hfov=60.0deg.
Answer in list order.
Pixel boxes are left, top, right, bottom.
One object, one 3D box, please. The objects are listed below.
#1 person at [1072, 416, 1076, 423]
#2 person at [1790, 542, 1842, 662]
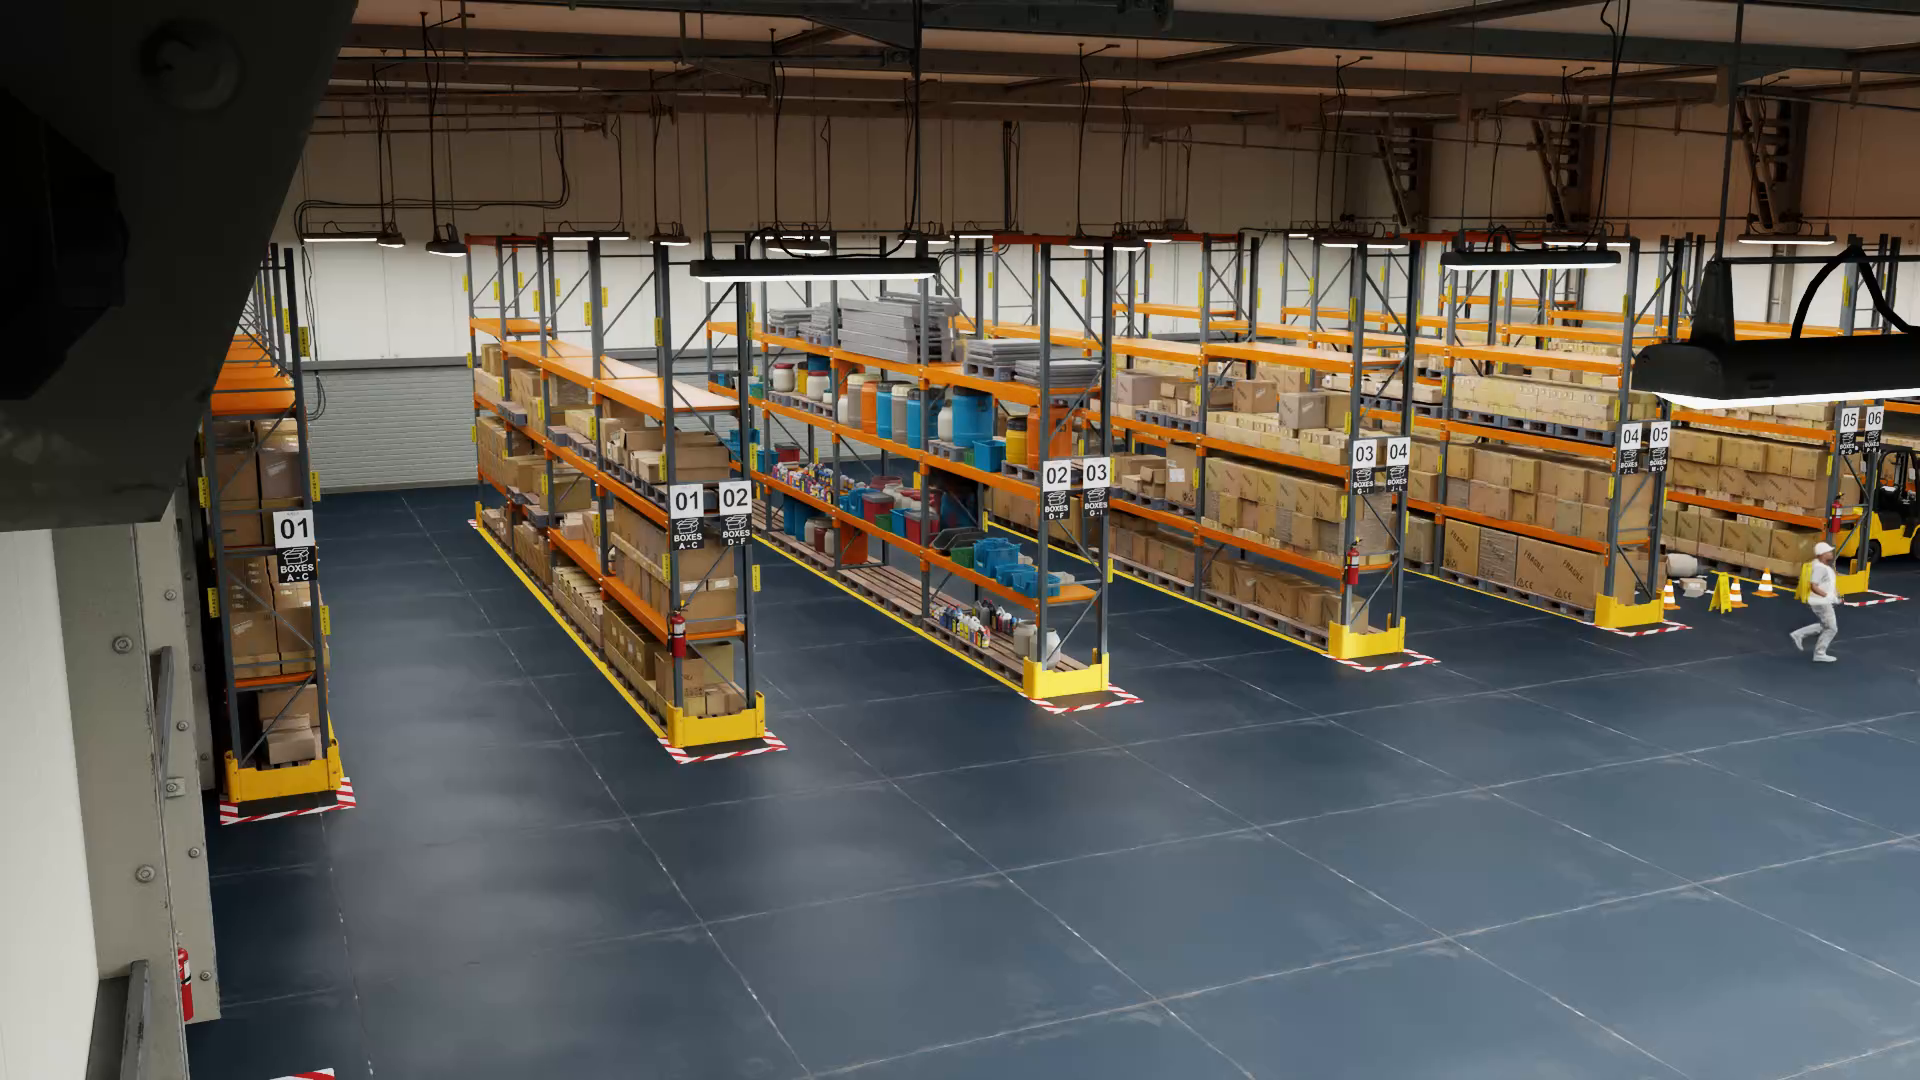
[{"bbox_3d":[2.559,-2.308,40.974,0.803,1.614,0.564,5,12,26],"label":"person"},{"bbox_3d":[12.376,0.889,23.992,0.634,1.733,0.682,6,12,27],"label":"person"}]
